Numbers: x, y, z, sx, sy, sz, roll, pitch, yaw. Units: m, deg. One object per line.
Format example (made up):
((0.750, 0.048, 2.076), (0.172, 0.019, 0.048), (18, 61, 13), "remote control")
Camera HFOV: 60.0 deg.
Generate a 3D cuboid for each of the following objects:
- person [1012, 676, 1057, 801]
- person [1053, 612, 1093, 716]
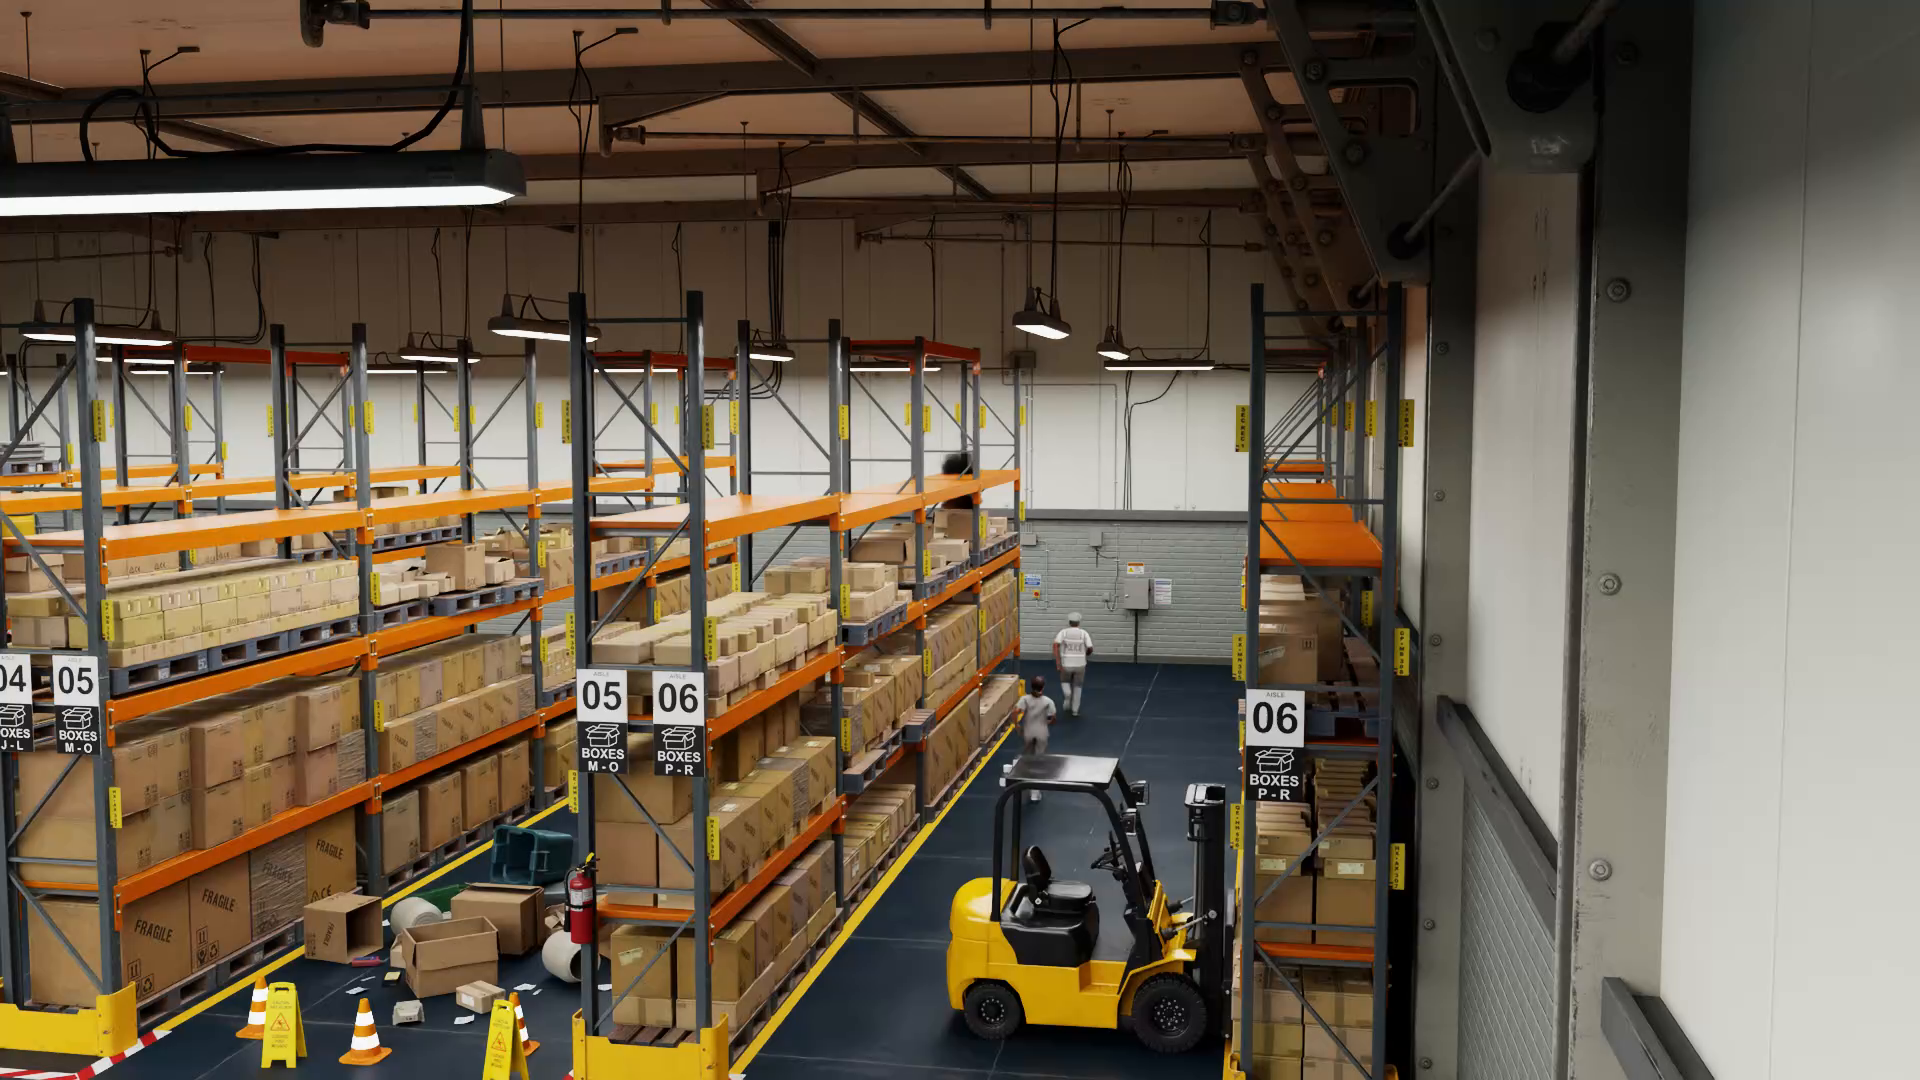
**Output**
((0.992, 2.583, 21.885), (0.575, 1.627, 0.599), (1, 5, 11), "person")
((1.886, 2.071, 27.842), (0.663, 1.732, 0.615), (0, 5, 4), "person")
